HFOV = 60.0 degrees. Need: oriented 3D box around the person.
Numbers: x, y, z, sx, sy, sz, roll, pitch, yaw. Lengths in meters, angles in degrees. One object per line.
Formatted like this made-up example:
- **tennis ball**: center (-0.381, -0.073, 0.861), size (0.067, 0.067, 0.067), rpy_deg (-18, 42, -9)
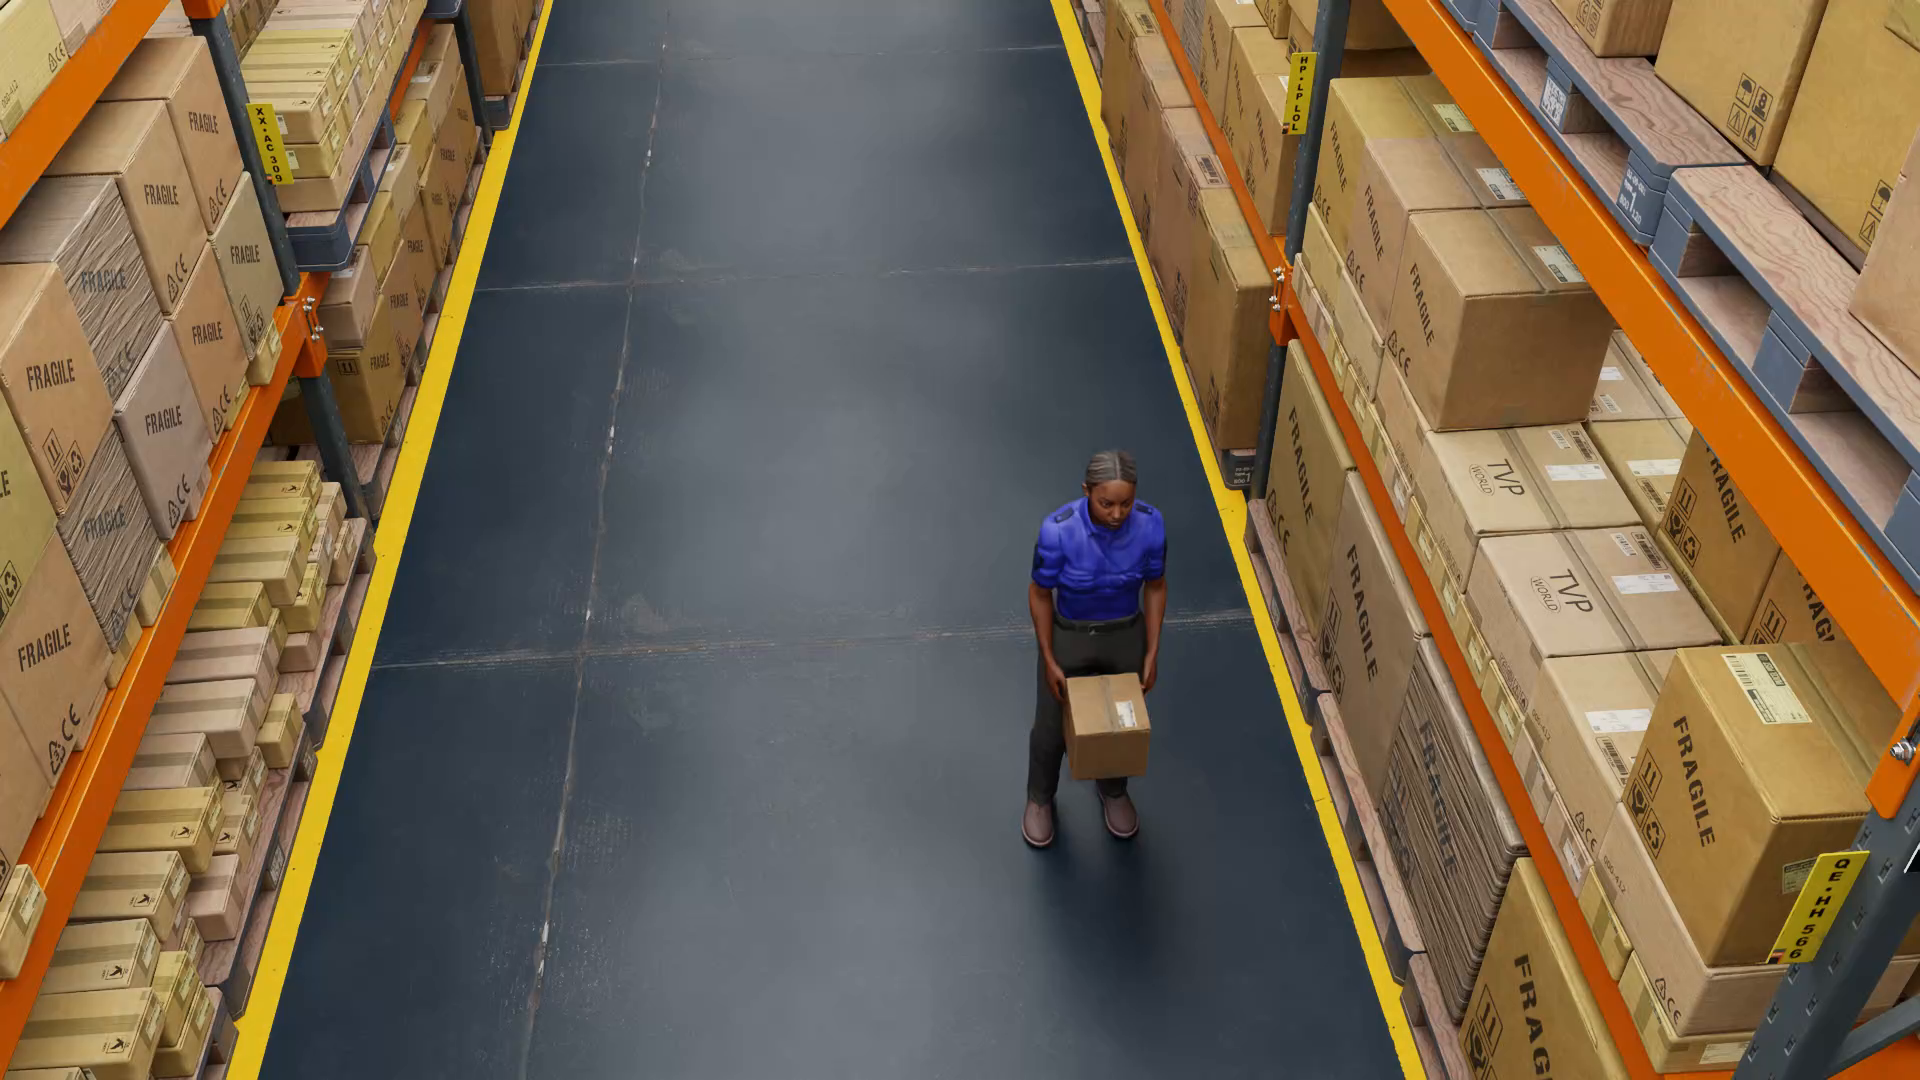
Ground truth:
- **person**: center (0.462, 0.374, 5.696), size (0.486, 1.662, 0.365), rpy_deg (-4, 40, -5)
